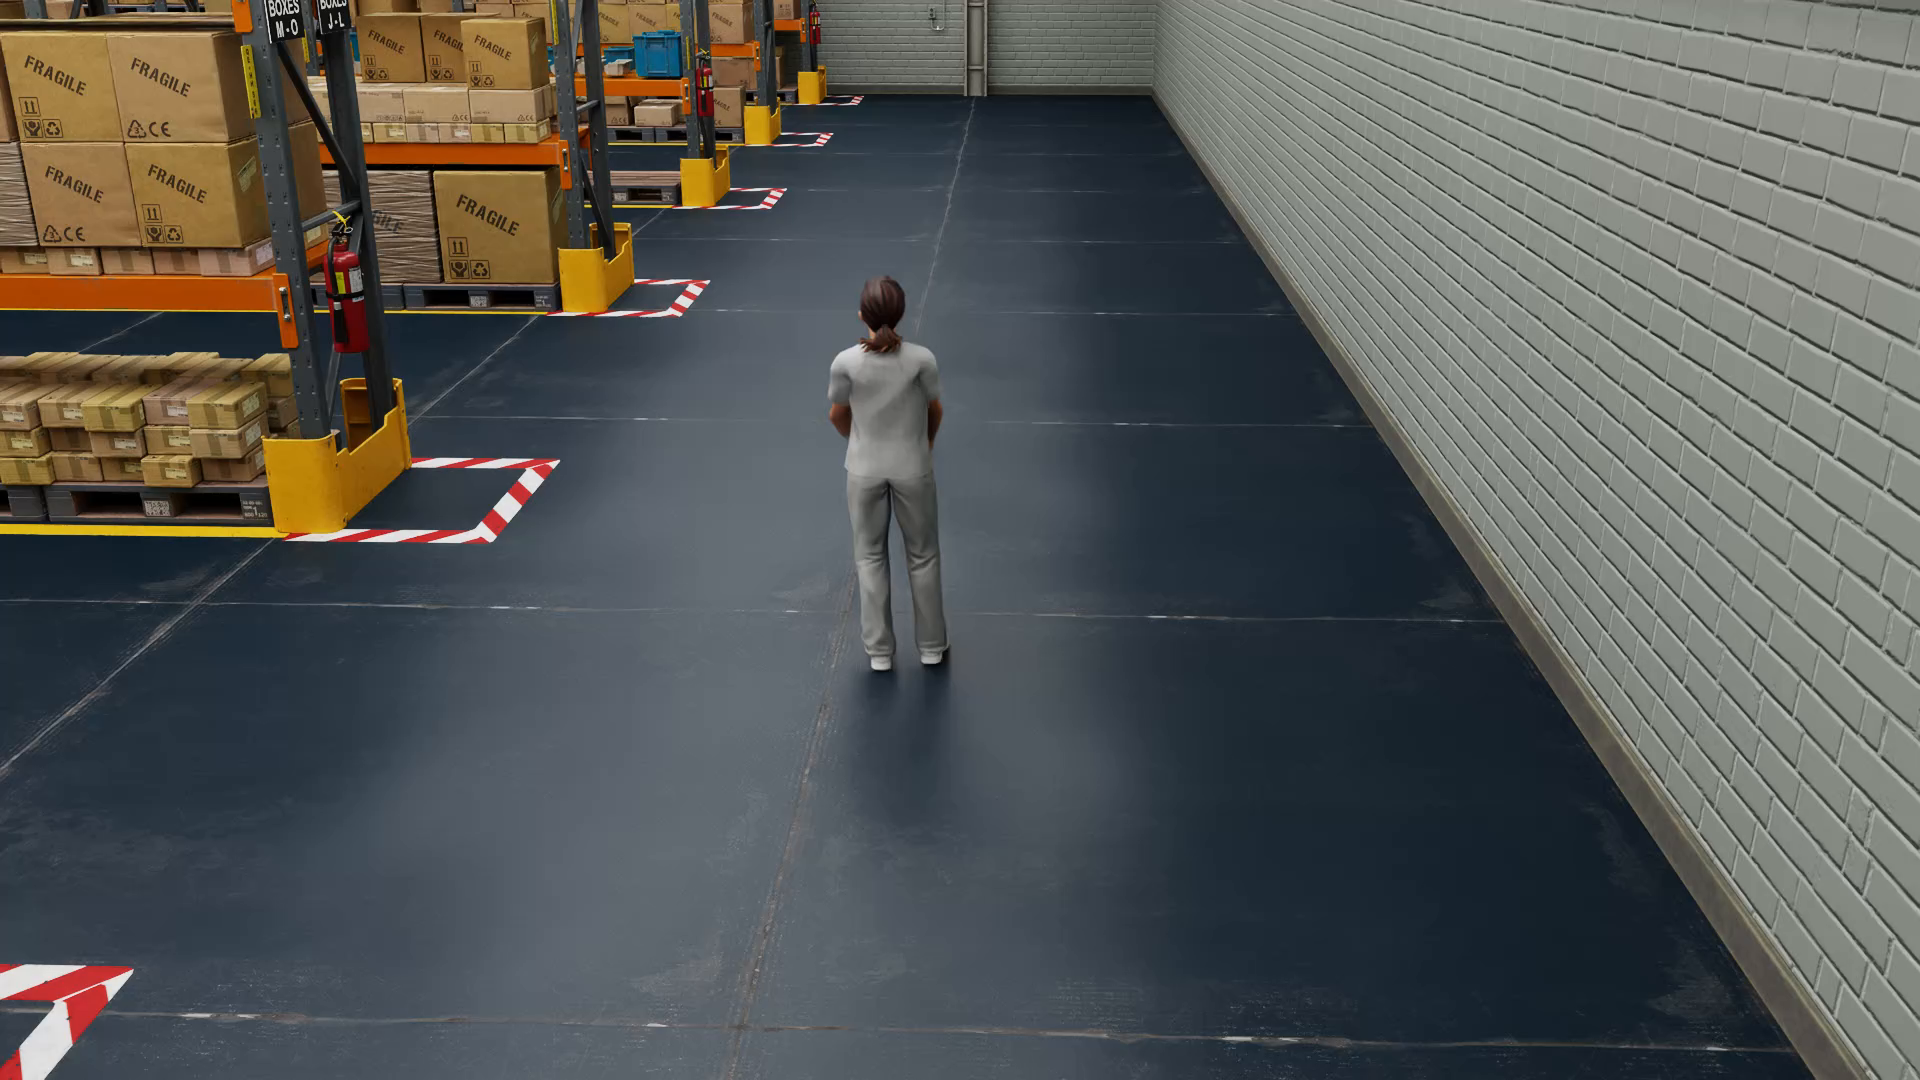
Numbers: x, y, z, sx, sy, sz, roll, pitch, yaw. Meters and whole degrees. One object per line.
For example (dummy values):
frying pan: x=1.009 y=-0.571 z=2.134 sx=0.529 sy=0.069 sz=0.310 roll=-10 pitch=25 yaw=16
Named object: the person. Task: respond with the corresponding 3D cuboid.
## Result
person: x=-0.287 y=-0.270 z=6.787 sx=0.480 sy=1.677 sz=0.497 roll=0 pitch=21 yaw=0
